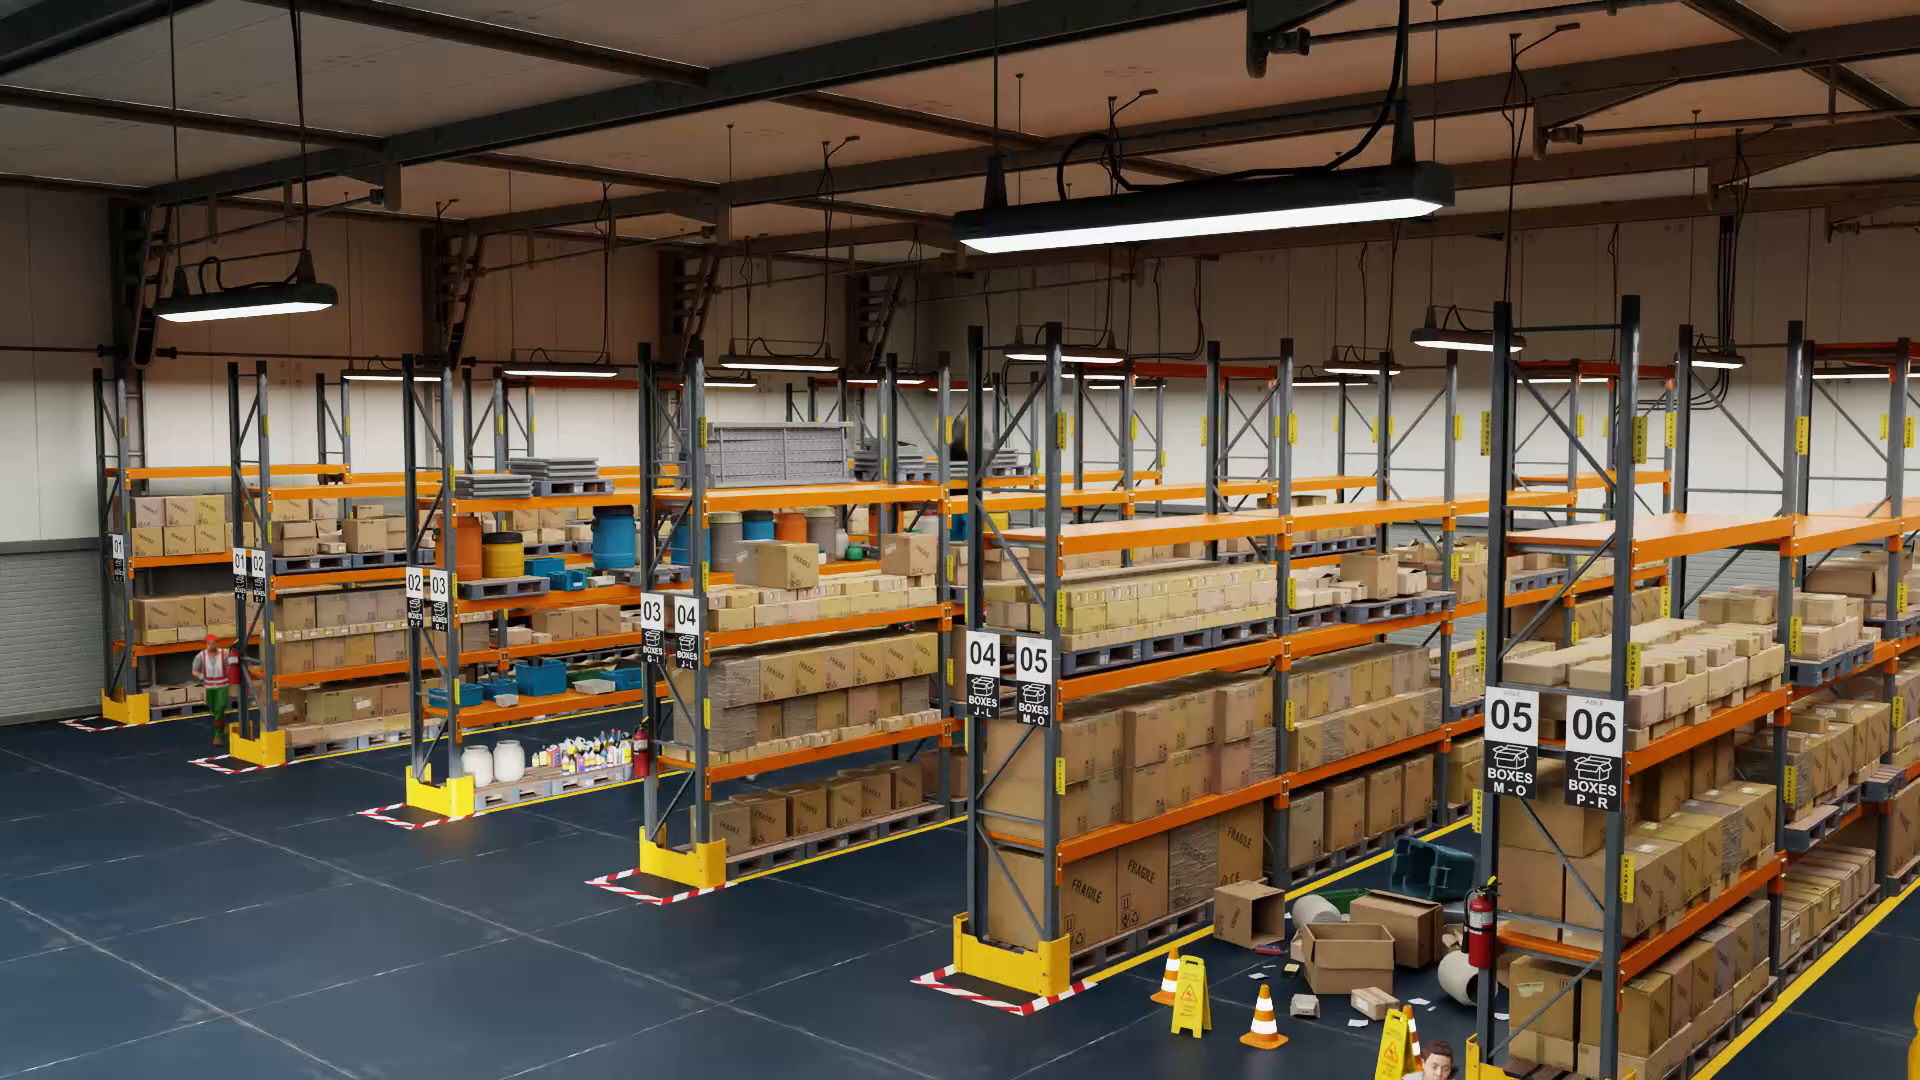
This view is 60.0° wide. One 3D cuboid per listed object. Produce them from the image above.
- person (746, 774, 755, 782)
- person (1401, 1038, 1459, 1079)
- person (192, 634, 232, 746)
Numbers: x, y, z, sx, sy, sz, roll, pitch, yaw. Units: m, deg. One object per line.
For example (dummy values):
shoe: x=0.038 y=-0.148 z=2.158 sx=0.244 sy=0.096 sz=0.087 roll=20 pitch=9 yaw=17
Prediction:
person: x=-3.126 y=2.618 z=23.569 sx=0.610 sy=1.577 sz=0.927 roll=1 pitch=4 yaw=9
person: x=2.748 y=3.639 z=9.749 sx=0.632 sy=1.611 sz=0.725 roll=2 pitch=5 yaw=30
person: x=-11.813 y=2.336 z=26.482 sx=0.684 sy=1.756 sz=0.986 roll=-1 pitch=4 yaw=-8
